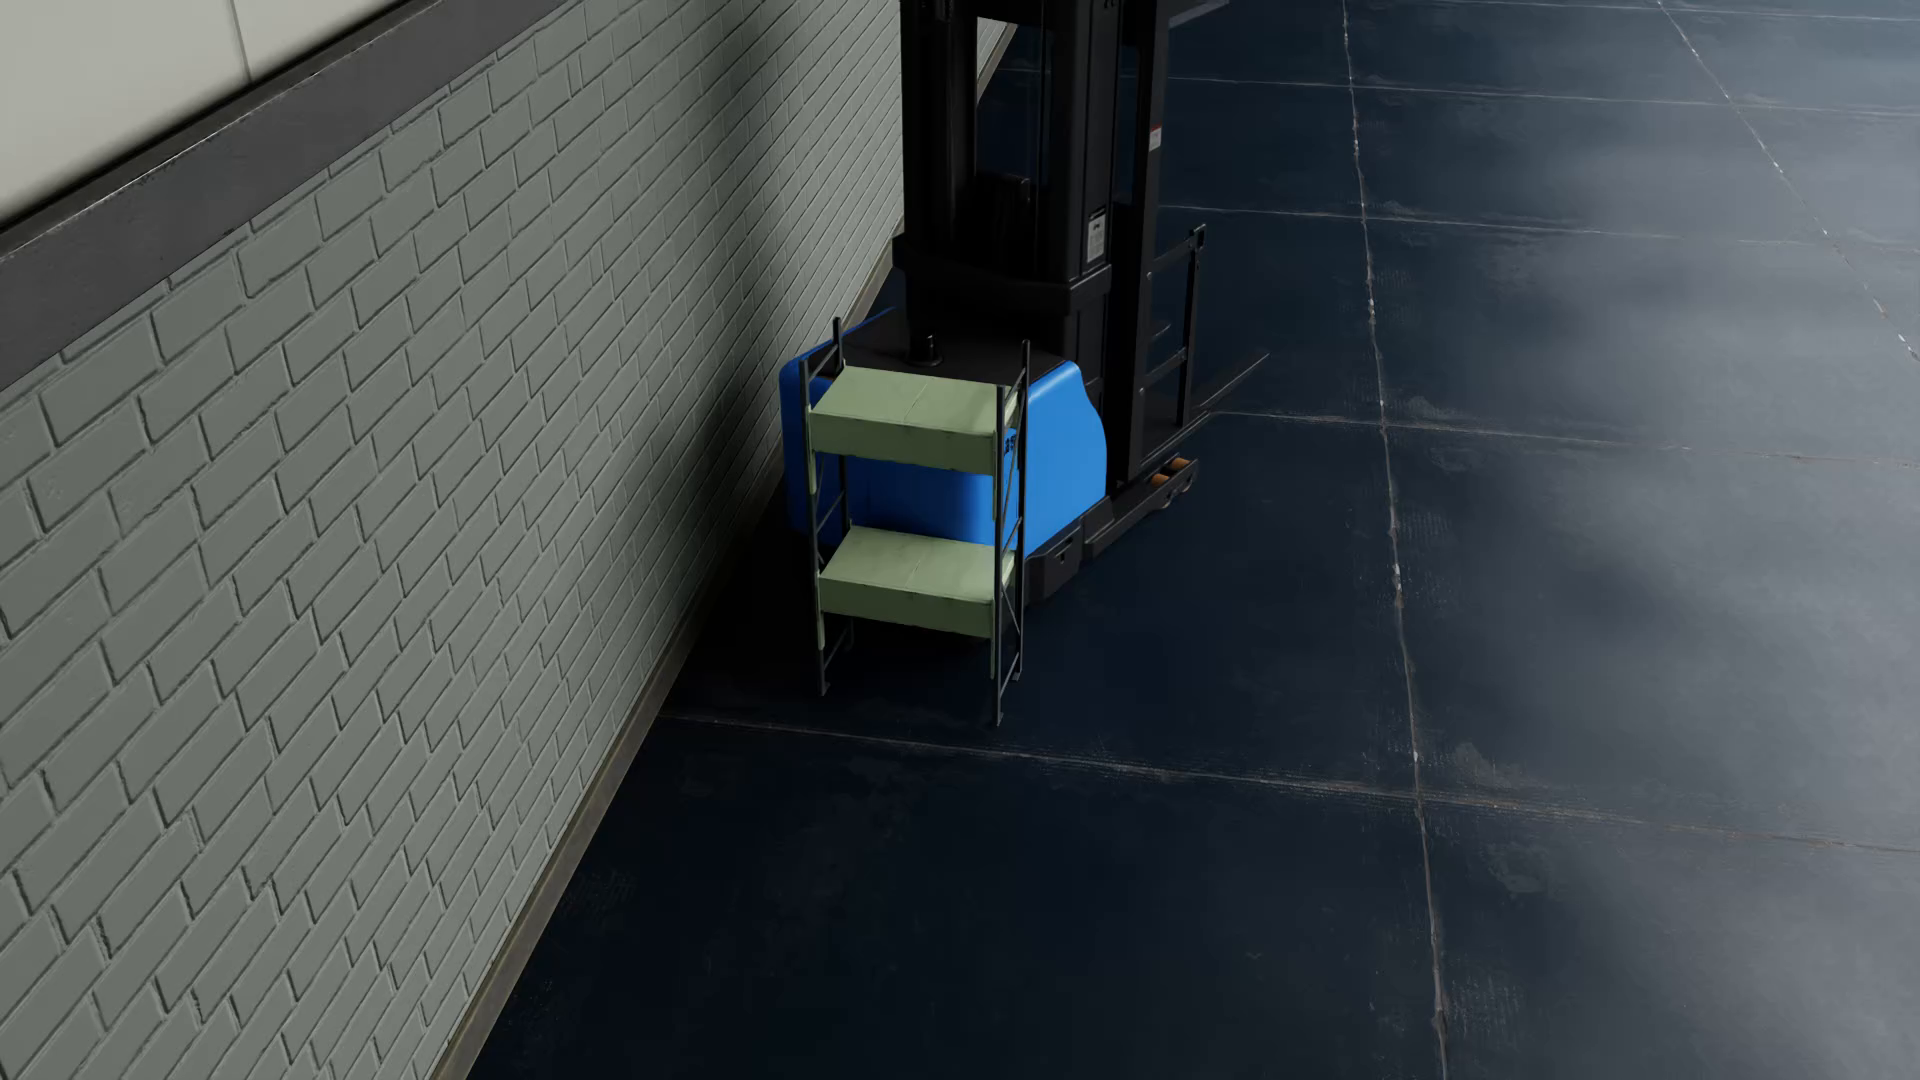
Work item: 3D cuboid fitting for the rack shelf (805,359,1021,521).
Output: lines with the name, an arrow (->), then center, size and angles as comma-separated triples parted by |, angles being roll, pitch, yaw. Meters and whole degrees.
rack shelf -> -0.161, -0.381, 6.210 | 0.720, 0.370, 0.431 | 8, 33, 13

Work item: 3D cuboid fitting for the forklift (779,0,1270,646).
forklift -> 0.507, -1.530, 7.432 | 1.130, 2.935, 3.031 | 21, 38, 30

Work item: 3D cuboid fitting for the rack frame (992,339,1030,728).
rack frame -> 0.192, 0.002, 6.333 | 0.023, 1.500, 0.400 | 8, 33, 13

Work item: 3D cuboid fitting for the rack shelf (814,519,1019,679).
rack shelf -> -0.161, 0.226, 6.590 | 0.720, 0.370, 0.431 | 8, 33, 13

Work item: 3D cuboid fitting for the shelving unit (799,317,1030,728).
shelving unit -> -0.161, -0.050, 6.417 | 0.755, 1.500, 0.431 | 8, 33, 13

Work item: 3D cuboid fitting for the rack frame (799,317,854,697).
rack frame -> -0.513, -0.103, 6.501 | 0.023, 1.500, 0.400 | 8, 33, 13
